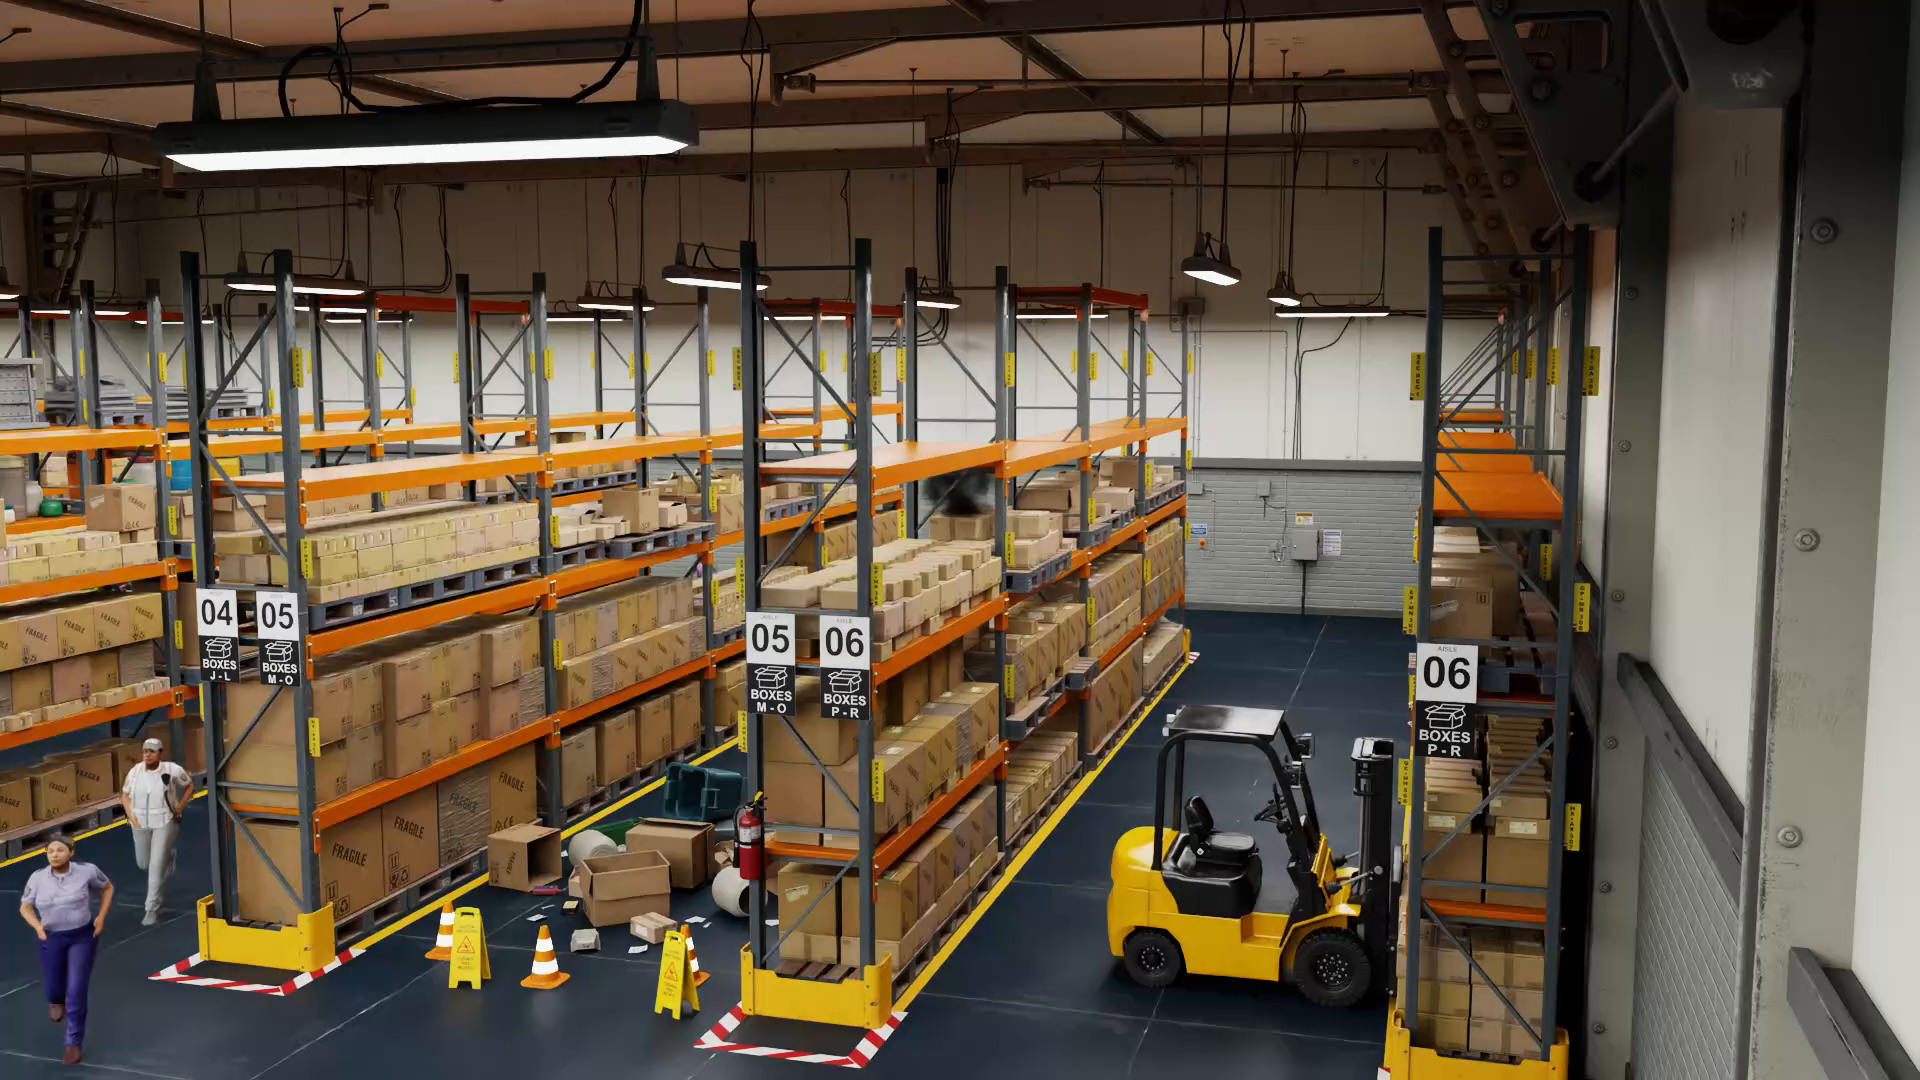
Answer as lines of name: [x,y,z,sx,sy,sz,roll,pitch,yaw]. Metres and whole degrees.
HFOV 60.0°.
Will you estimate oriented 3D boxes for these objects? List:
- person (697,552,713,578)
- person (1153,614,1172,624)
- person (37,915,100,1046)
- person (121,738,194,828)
person: [-4.723,0.917,30.735,0.549,1.471,0.649,-2,7,-20]
person: [3.559,1.293,29.482,0.733,0.972,0.433,5,8,39]
person: [-6.660,3.250,12.469,0.422,0.928,0.666,-2,7,-20]
person: [-7.475,2.237,15.402,0.585,0.819,0.454,0,6,-2]
